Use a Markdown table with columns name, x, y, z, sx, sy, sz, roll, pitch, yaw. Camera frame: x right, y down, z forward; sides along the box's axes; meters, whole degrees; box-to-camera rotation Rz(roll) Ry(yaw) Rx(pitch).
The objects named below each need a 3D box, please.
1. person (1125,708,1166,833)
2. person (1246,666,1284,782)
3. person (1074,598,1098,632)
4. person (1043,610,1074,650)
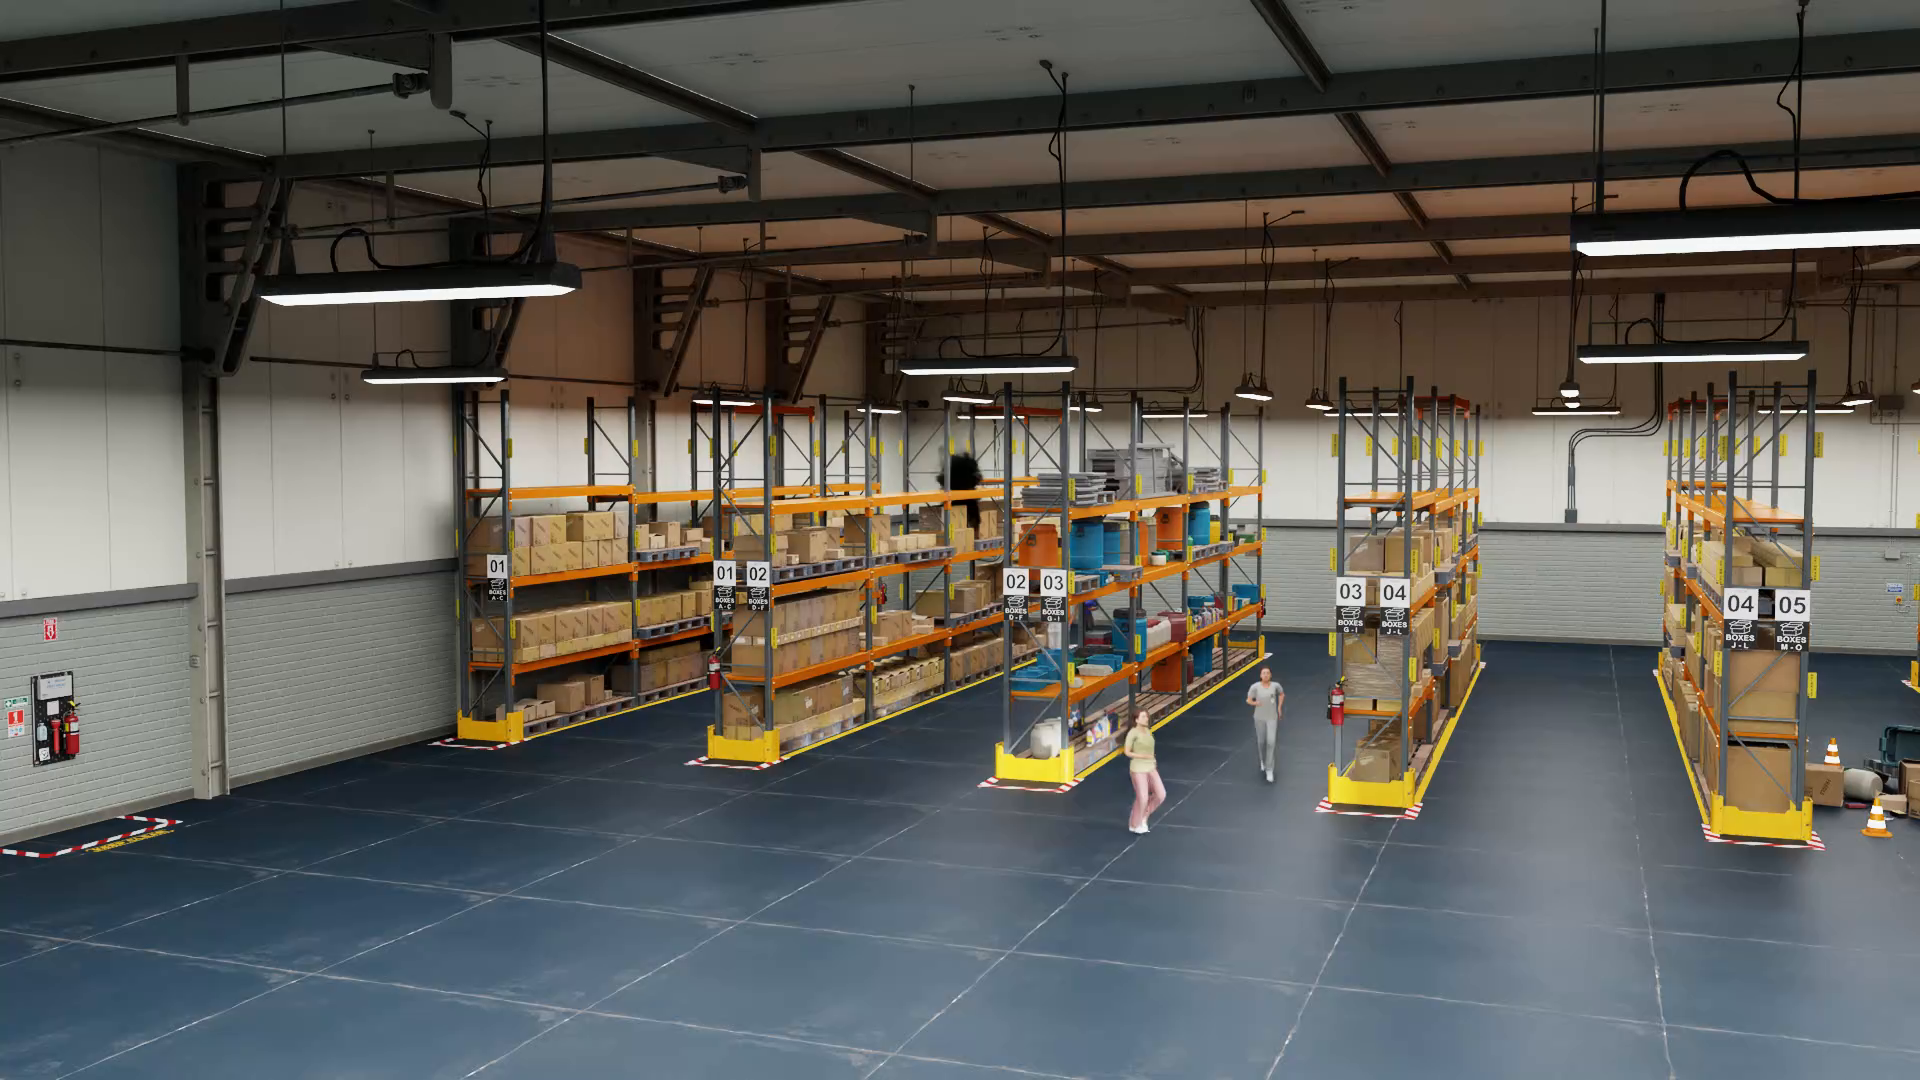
| name | x | y | z | sx | sy | sz | roll | pitch | yaw |
| --- | --- | --- | --- | --- | --- | --- | --- | --- | --- |
| person | 2.400 | 2.988 | 21.501 | 0.569 | 1.628 | 0.536 | -3 | 4 | -40 |
| person | 4.641 | 2.755 | 25.312 | 0.561 | 1.700 | 0.852 | 1 | 3 | 13 |
| person | 2.817 | 1.820 | 37.277 | 0.567 | 1.695 | 0.846 | 1 | 3 | 11 |
| person | 1.974 | 1.960 | 34.200 | 0.606 | 1.840 | 0.685 | 1 | 3 | 15 |
